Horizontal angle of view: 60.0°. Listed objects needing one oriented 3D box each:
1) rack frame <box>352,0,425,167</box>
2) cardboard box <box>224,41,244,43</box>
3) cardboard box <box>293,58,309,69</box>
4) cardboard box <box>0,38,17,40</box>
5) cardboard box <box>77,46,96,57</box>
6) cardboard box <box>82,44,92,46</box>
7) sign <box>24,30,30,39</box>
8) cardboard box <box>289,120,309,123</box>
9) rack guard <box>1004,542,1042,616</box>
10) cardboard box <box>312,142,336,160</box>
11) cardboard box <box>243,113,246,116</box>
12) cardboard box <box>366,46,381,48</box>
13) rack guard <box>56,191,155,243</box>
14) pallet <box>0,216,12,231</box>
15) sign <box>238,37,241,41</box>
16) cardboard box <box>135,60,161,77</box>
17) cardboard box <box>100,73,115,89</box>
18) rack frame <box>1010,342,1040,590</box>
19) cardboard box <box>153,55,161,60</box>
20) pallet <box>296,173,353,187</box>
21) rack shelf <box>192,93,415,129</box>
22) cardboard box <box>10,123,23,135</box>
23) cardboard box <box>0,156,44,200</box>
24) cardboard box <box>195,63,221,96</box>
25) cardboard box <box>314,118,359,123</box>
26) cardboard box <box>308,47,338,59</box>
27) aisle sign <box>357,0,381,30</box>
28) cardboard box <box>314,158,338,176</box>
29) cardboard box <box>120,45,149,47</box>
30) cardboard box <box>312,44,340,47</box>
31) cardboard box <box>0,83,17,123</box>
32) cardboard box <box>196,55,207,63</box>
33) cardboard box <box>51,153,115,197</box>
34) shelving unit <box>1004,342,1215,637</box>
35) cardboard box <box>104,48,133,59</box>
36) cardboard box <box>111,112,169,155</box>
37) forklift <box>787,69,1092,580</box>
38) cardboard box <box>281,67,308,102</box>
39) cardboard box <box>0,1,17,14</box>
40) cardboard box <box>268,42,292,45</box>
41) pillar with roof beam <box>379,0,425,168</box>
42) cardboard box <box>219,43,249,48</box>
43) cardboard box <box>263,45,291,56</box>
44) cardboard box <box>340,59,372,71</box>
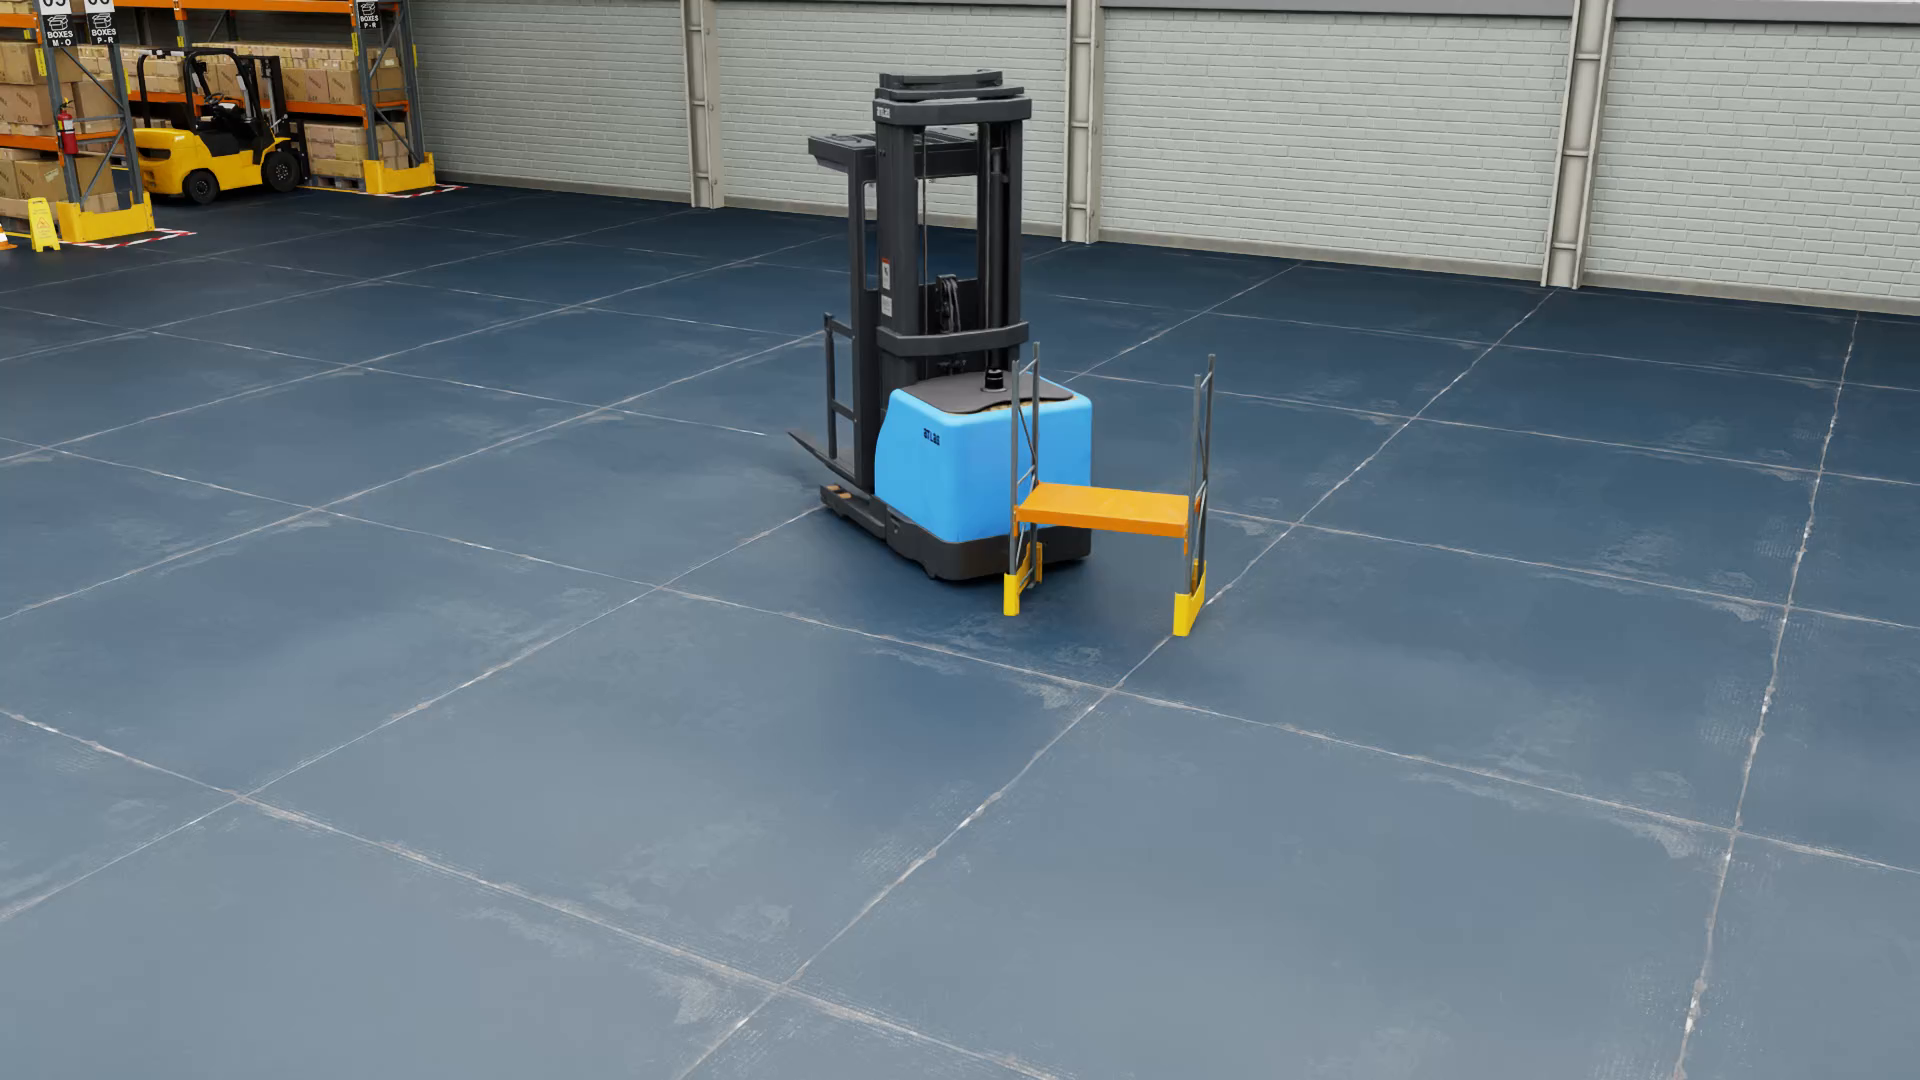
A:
[{"bbox_3d":[-8.746,-6.902,25.492,0.127,3.000,1.000,11,23,27],"label":"rack frame"},{"bbox_3d":[-11.812,-8.095,27.249,0.250,0.149,0.380,11,23,27],"label":"cardboard box"},{"bbox_3d":[-10.087,-7.398,25.762,0.250,0.149,0.380,10,22,26],"label":"cardboard box"},{"bbox_3d":[-12.649,-6.241,21.621,0.500,0.500,0.700,10,22,27],"label":"cardboard box"},{"bbox_3d":[-14.891,-8.324,28.317,0.250,0.149,0.380,11,23,28],"label":"cardboard box"},{"bbox_3d":[-15.064,-8.580,29.021,0.250,0.149,0.380,11,23,29],"label":"cardboard box"},{"bbox_3d":[-15.986,-8.576,28.526,0.005,0.325,0.100,11,23,27],"label":"sign"},{"bbox_3d":[-10.633,-6.511,26.365,0.500,0.250,0.500,10,22,26],"label":"cardboard box"},{"bbox_3d":[0.376,0.227,9.873,0.087,0.250,0.587,6,21,16],"label":"rack guard"},{"bbox_3d":[-9.756,-6.116,26.010,0.500,0.250,0.500,11,22,27],"label":"cardboard box"},{"bbox_3d":[-11.714,-6.917,27.486,0.500,0.250,0.500,11,23,28],"label":"cardboard box"},{"bbox_3d":[-9.137,-7.576,25.816,0.250,0.149,0.380,12,23,29],"label":"cardboard box"},{"bbox_3d":[-11.230,-4.261,21.878,0.348,0.500,1.175,11,23,27],"label":"rack guard"},{"bbox_3d":[-12.983,-4.474,22.889,1.213,0.211,1.003,11,23,27],"label":"pallet"},{"bbox_3d":[-11.969,-8.176,27.621,0.005,0.325,0.100,11,23,27],"label":"sign"},{"bbox_3d":[-13.244,-7.820,27.512,0.500,0.250,0.500,10,22,26],"label":"cardboard box"},{"bbox_3d":[-14.120,-7.759,28.077,0.500,0.250,0.500,12,23,29],"label":"cardboard box"},{"bbox_3d":[0.375,-0.361,9.661,0.032,1.500,0.500,6,21,16],"label":"rack frame"},{"bbox_3d":[-13.067,-8.003,27.432,0.250,0.149,0.380,11,23,27],"label":"cardboard box"},{"bbox_3d":[-10.495,-5.909,26.844,1.213,0.211,1.003,11,23,27],"label":"pallet"},{"bbox_3d":[-10.492,-6.896,26.532,4.000,0.370,1.077,11,23,27],"label":"rack shelf"},{"bbox_3d":[-12.083,-5.362,21.616,0.250,0.149,0.380,10,22,26],"label":"cardboard box"},{"bbox_3d":[-12.447,-4.822,22.076,0.500,0.500,0.500,12,23,29],"label":"cardboard box"},{"bbox_3d":[-11.978,-7.462,26.891,0.500,0.500,0.500,10,22,26],"label":"cardboard box"},{"bbox_3d":[-9.943,-6.581,26.559,0.500,0.250,0.500,11,22,27],"label":"cardboard box"},{"bbox_3d":[-9.815,-7.521,25.666,0.250,0.149,0.380,11,23,28],"label":"cardboard box"},{"bbox_3d":[-8.832,-8.025,24.778,0.004,0.787,0.394,11,23,27],"label":"aisle sign"},{"bbox_3d":[-9.740,-5.876,26.081,0.500,0.250,0.500,11,23,27],"label":"cardboard box"},{"bbox_3d":[-14.171,-8.415,28.567,0.250,0.149,0.380,10,22,26],"label":"cardboard box"},{"bbox_3d":[-10.016,-7.761,26.327,0.250,0.149,0.380,10,22,26],"label":"cardboard box"},{"bbox_3d":[-12.206,-5.703,21.605,0.500,0.500,0.500,11,23,27],"label":"cardboard box"},{"bbox_3d":[-12.088,-7.787,26.836,0.250,0.149,0.380,10,22,26],"label":"cardboard box"},{"bbox_3d":[-11.754,-4.901,22.293,0.500,0.500,0.500,10,22,26],"label":"cardboard box"},{"bbox_3d":[0.852,-0.310,9.520,1.083,1.500,0.587,6,21,16],"label":"shelving unit"},{"bbox_3d":[-14.044,-8.134,27.792,0.250,0.149,0.380,10,22,26],"label":"cardboard box"},{"bbox_3d":[-14.030,-6.987,28.594,0.625,0.625,0.875,10,22,25],"label":"cardboard box"},{"bbox_3d":[-0.306,-1.595,10.964,1.130,2.935,3.031,-10,22,-26],"label":"forklift"},{"bbox_3d":[-10.200,-7.126,25.965,0.500,0.500,0.500,10,22,26],"label":"cardboard box"},{"bbox_3d":[-11.844,-6.723,20.969,0.250,0.149,0.380,11,23,28],"label":"cardboard box"},{"bbox_3d":[-10.910,-7.929,26.791,0.250,0.149,0.380,10,22,26],"label":"cardboard box"},{"bbox_3d":[-11.014,-8.824,21.995,0.400,9.000,9.100,11,23,27],"label":"pillar with roof beam"},{"bbox_3d":[-11.605,-7.861,26.603,0.250,0.149,0.380,10,22,26],"label":"cardboard box"},{"bbox_3d":[-10.715,-7.690,26.133,0.250,0.149,0.380,11,23,28],"label":"cardboard box"},{"bbox_3d":[-9.185,-7.228,25.294,0.250,0.149,0.380,11,23,28],"label":"cardboard box"}]
